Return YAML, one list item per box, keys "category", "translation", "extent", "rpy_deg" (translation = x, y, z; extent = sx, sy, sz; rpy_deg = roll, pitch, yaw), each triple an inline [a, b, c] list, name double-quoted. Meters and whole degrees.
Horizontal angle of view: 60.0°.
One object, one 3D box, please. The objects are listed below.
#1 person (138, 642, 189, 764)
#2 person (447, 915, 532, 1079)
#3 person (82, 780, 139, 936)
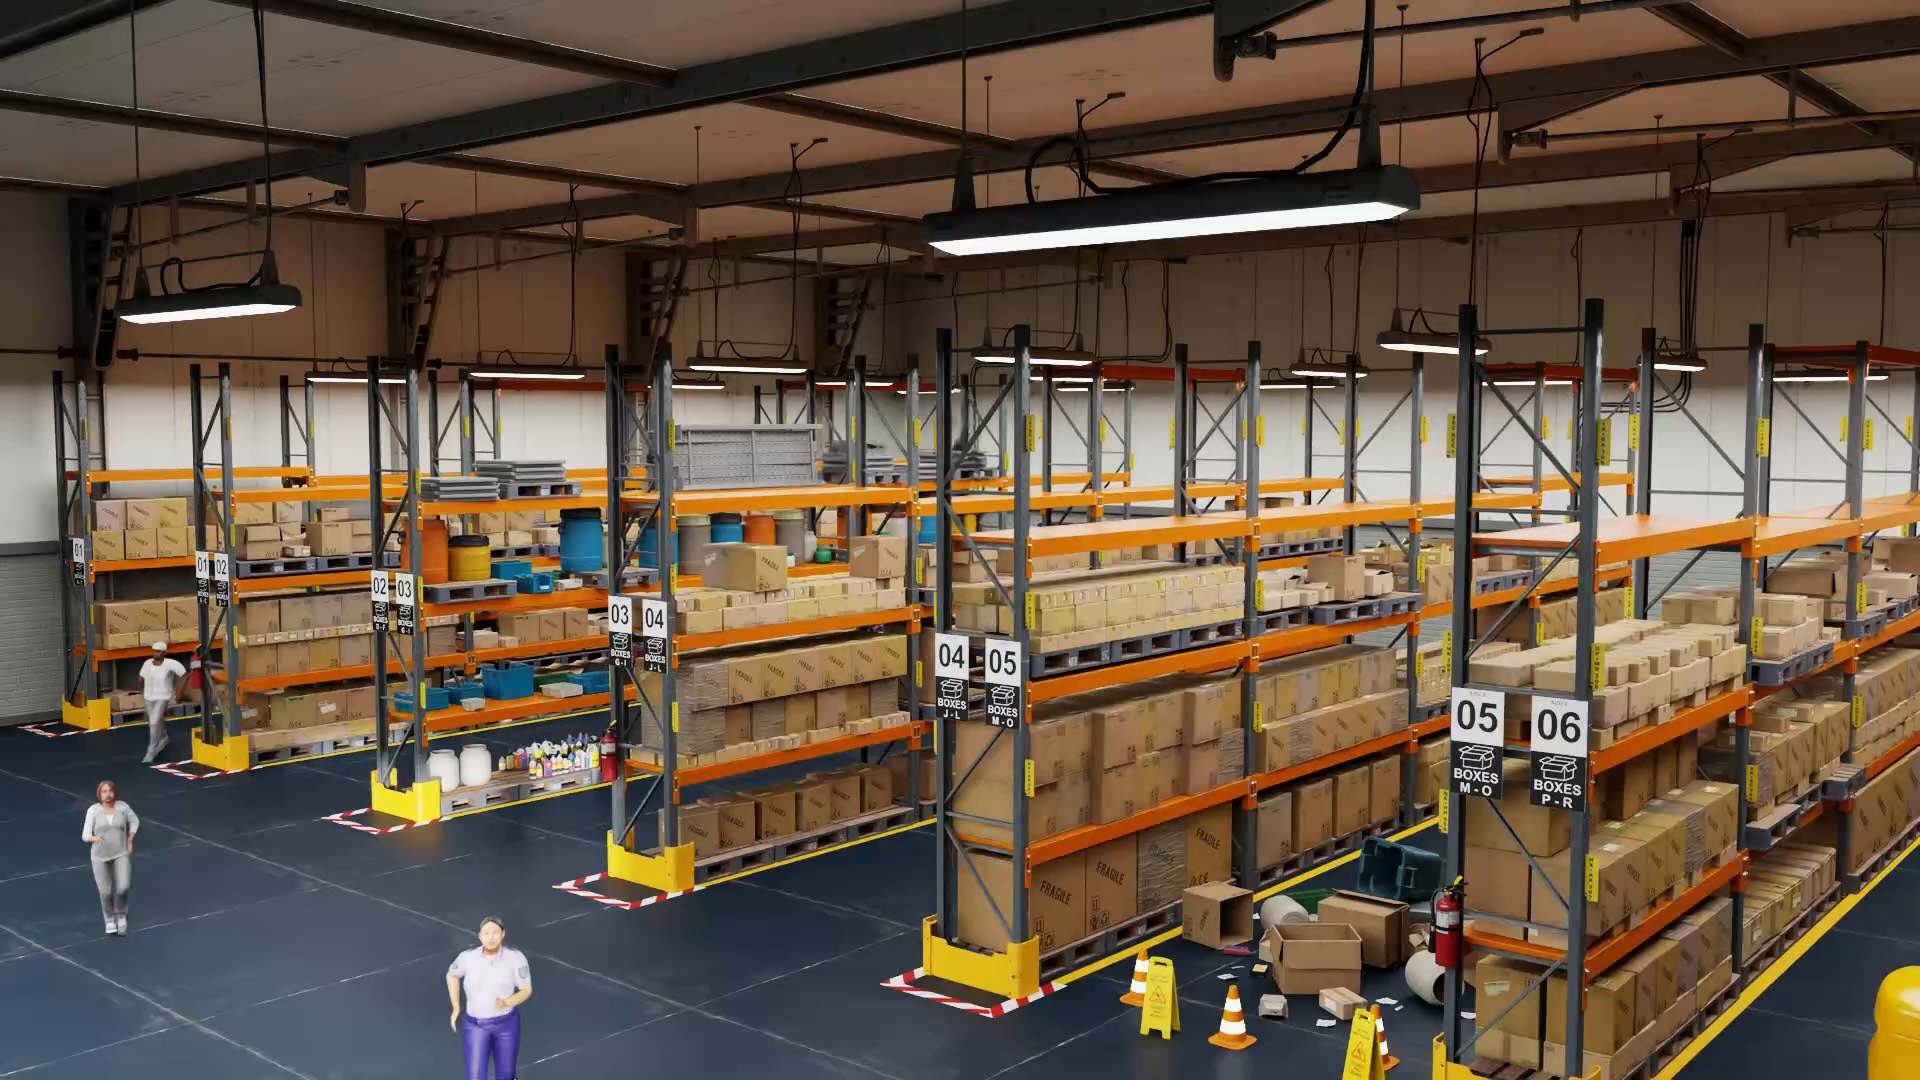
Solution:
- category: "person"
  translation: [-12.227, 2.442, 25.391]
  extent: [0.730, 1.803, 0.839]
  rpy_deg: [1, 4, 11]
- category: "person"
  translation: [-3.330, 3.500, 11.805]
  extent: [0.577, 1.670, 0.681]
  rpy_deg: [-1, 4, -18]
- category: "person"
  translation: [-8.432, 3.177, 16.537]
  extent: [0.515, 1.571, 0.596]
  rpy_deg: [-2, 5, -29]
